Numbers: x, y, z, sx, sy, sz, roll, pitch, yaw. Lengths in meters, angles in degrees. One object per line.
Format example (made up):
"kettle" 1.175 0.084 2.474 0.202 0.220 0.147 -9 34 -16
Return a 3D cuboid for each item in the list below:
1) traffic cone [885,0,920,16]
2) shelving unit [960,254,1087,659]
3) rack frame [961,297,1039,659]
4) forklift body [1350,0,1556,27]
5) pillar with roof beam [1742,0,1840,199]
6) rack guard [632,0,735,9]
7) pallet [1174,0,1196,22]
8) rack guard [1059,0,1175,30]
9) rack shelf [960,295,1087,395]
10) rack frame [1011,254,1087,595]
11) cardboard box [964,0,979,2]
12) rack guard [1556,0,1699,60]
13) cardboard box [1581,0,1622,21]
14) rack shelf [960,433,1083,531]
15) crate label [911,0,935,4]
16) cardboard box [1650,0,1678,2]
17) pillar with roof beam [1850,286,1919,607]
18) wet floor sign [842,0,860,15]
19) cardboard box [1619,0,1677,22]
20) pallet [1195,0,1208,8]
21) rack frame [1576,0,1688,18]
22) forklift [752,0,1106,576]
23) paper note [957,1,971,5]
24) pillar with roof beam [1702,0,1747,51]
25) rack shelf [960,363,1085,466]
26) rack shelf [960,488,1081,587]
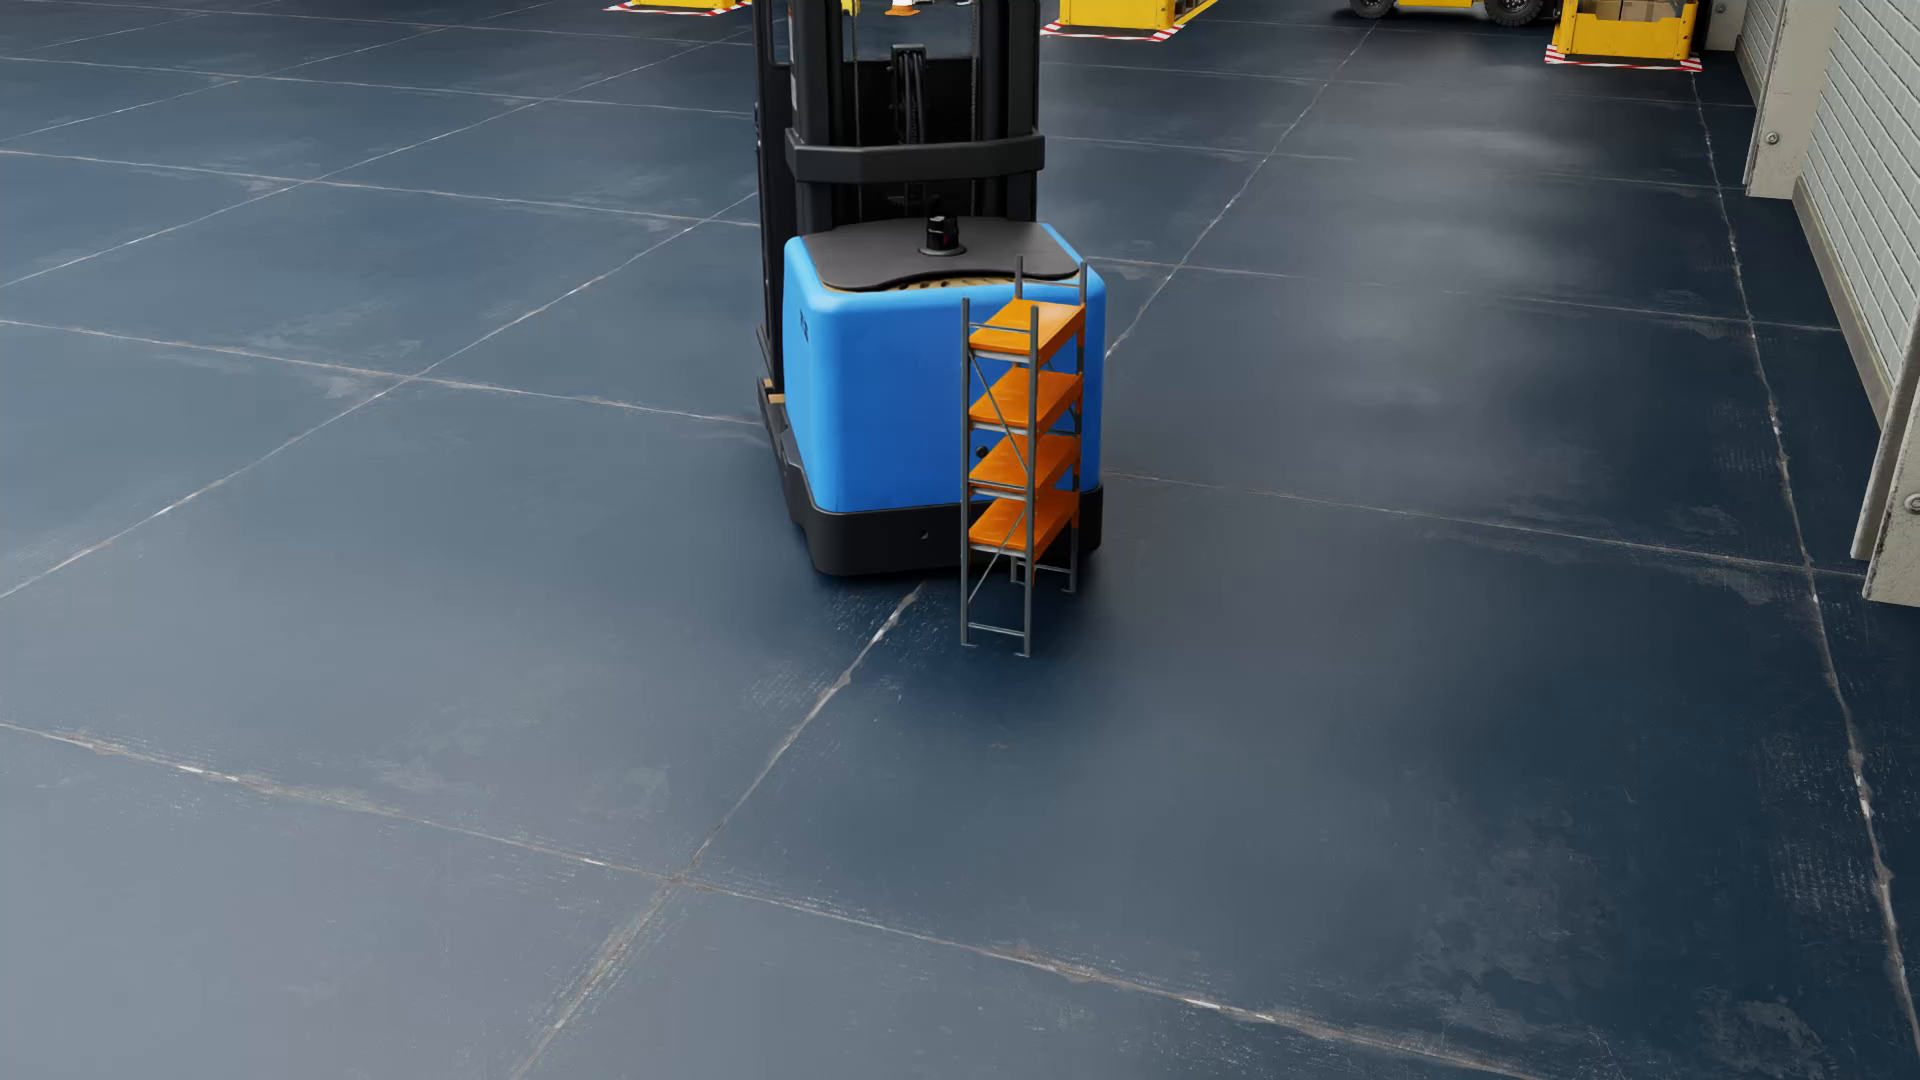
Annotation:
"traffic cone" -0.627 -5.940 17.987 0.336 0.463 0.334 9 27 17
"shelving unit" 0.207 -0.271 5.432 0.258 1.200 0.503 10 27 19
"rack frame" 0.119 -0.172 5.227 0.240 1.200 0.015 10 27 19
"forklift body" 5.199 -6.640 17.496 2.313 2.155 1.214 9 27 17
"pillar with roof beam" 1.314 -6.992 10.366 9.100 9.000 0.400 9 27 17
"rack guard" -3.103 -6.238 18.560 1.175 0.500 0.348 9 27 17
"pallet" 1.935 -5.801 17.990 1.003 0.211 1.213 9 27 17
"rack guard" 1.632 -5.603 17.248 1.175 0.500 0.348 9 27 17
"rack shelf" 0.207 -0.624 5.261 0.258 0.148 0.480 10 27 19
"rack frame" 0.295 -0.370 5.637 0.240 1.200 0.015 10 27 19
"cardboard box" 0.137 -6.245 18.977 0.250 0.149 0.380 -20 33 -36
"rack guard" 6.280 -4.843 15.680 1.175 0.500 0.348 9 27 17
"cardboard box" 6.147 -5.169 16.156 0.500 0.250 0.500 9 27 18
"rack shelf" 0.207 -0.210 5.462 0.258 0.148 0.480 10 27 19
"crate label" -0.424 -6.125 18.744 0.250 0.136 0.298 -5 26 -9
"cardboard box" 6.641 -5.318 15.891 0.500 0.250 0.500 9 27 18
"pillar with roof beam" -0.683 -4.527 5.273 9.100 9.000 0.400 9 27 17
"wet floor sign" -1.238 -6.014 17.931 0.267 0.644 0.232 4 26 8
"cardboard box" 6.636 -5.103 16.021 0.500 0.250 0.500 9 27 18
"pallet" 2.343 -6.301 19.022 1.003 0.211 1.213 9 27 17
"rack frame" 6.288 -5.978 15.155 1.000 3.000 0.127 9 27 17
"forklift" -0.287 -1.811 6.627 1.130 2.935 3.031 -5 26 -10
"paper note" 0.044 -6.037 18.684 0.148 0.019 0.142 0 26 -1
"pillar with roof beam" 3.310 -9.458 15.458 9.100 9.000 0.400 9 27 17
"rack shelf" 0.207 -0.411 5.364 0.258 0.148 0.480 10 27 19
"rack shelf" 0.207 -0.031 5.548 0.258 0.148 0.480 10 27 19
